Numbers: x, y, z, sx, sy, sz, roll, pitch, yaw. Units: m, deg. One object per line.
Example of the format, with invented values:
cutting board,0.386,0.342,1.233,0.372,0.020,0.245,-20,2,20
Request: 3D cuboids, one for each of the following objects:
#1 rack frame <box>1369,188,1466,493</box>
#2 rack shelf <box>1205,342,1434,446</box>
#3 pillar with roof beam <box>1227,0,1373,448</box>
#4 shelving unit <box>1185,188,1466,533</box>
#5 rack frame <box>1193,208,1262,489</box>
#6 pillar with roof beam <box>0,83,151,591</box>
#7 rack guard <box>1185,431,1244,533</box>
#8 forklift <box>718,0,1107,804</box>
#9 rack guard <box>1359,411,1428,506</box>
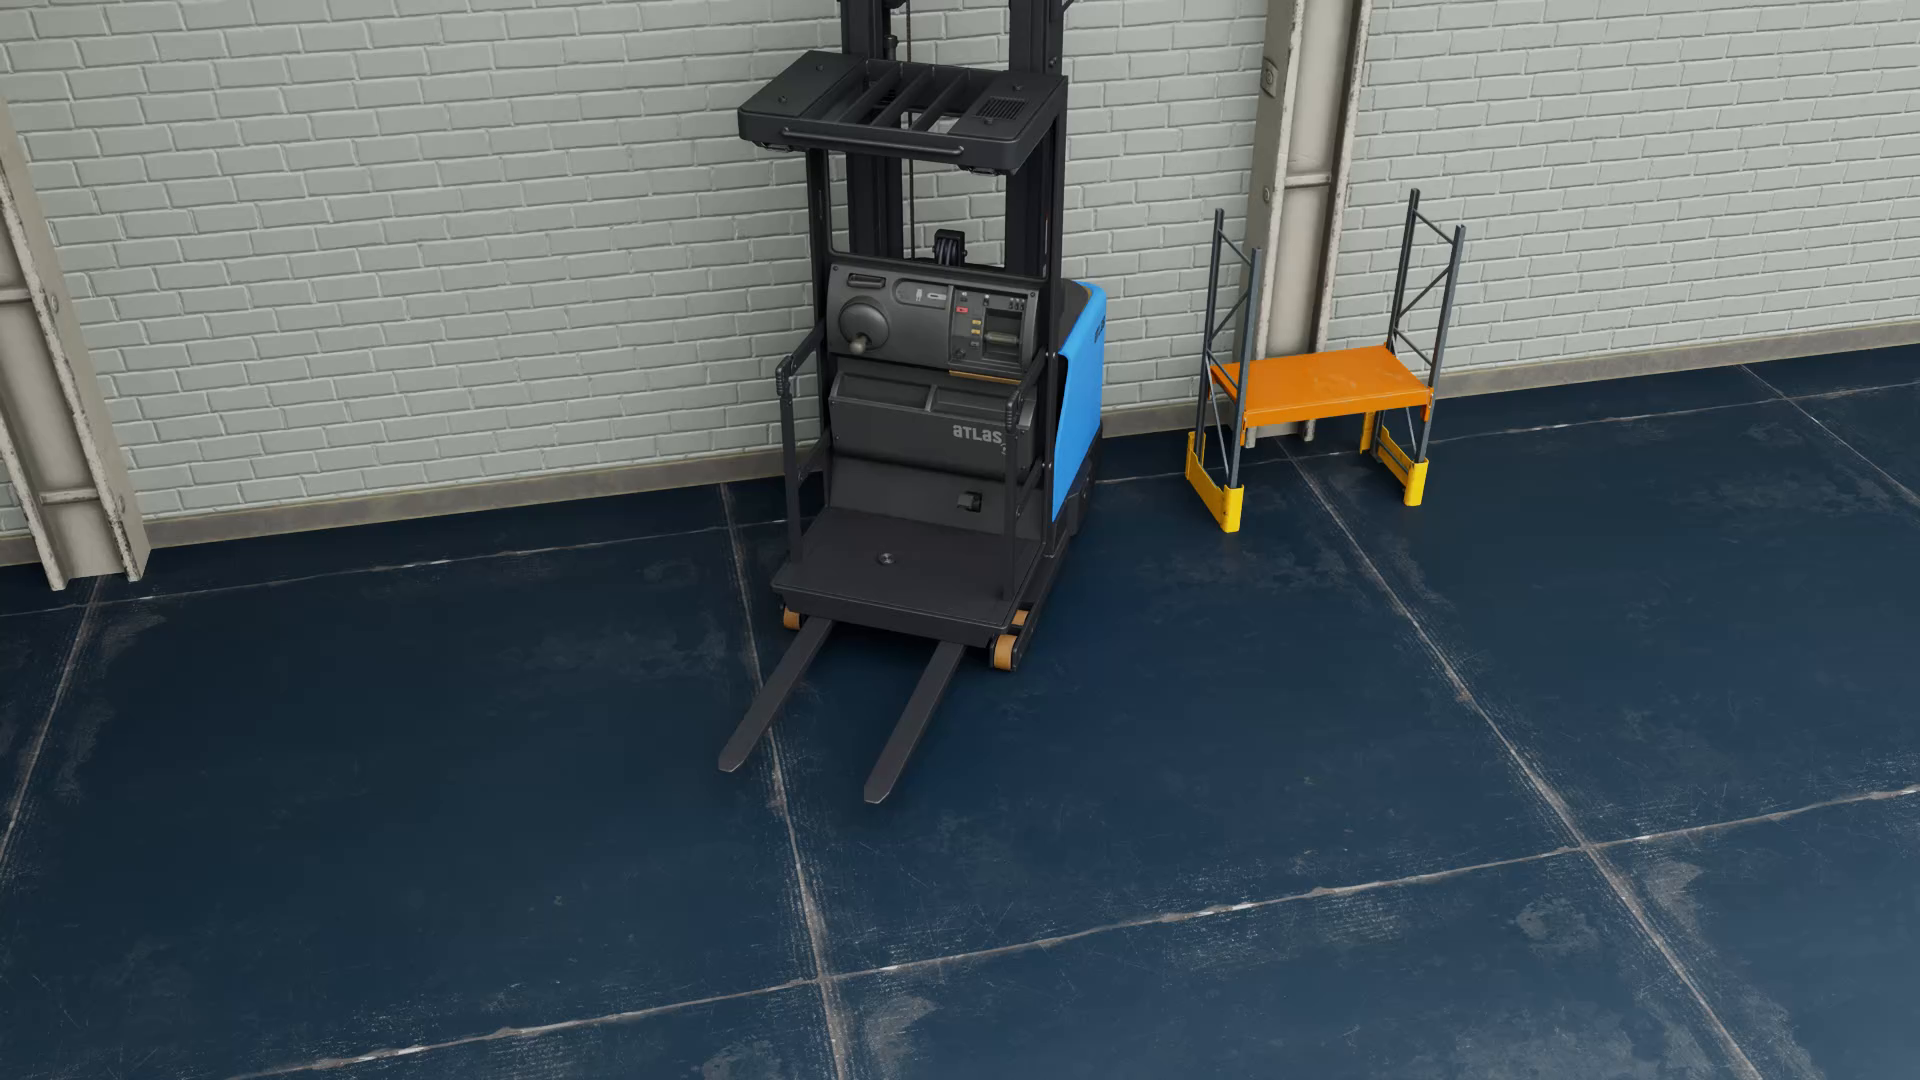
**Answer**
rack frame,2.276,-0.960,8.335,0.032,1.500,0.500,-8,35,-12
rack shelf,1.783,-0.742,8.332,1.000,0.185,0.538,-8,35,-12
pillar with roof beam,2.650,-2.001,3.157,0.400,9.000,9.100,-7,35,-11
shelving unit,1.775,-0.890,8.230,1.083,1.500,0.587,-8,35,-12
rack frame,1.290,-0.822,8.129,0.032,1.500,0.500,-8,35,-12
pillar with roof beam,-3.202,-1.264,2.058,0.400,9.000,9.100,-7,35,-11
rack guard,1.292,-0.303,8.477,0.087,0.250,0.587,-8,35,-12
forklift,-0.184,-0.886,6.939,1.130,2.935,3.031,10,35,14
rack guard,2.258,-0.439,8.679,0.087,0.250,0.587,-8,35,-12
